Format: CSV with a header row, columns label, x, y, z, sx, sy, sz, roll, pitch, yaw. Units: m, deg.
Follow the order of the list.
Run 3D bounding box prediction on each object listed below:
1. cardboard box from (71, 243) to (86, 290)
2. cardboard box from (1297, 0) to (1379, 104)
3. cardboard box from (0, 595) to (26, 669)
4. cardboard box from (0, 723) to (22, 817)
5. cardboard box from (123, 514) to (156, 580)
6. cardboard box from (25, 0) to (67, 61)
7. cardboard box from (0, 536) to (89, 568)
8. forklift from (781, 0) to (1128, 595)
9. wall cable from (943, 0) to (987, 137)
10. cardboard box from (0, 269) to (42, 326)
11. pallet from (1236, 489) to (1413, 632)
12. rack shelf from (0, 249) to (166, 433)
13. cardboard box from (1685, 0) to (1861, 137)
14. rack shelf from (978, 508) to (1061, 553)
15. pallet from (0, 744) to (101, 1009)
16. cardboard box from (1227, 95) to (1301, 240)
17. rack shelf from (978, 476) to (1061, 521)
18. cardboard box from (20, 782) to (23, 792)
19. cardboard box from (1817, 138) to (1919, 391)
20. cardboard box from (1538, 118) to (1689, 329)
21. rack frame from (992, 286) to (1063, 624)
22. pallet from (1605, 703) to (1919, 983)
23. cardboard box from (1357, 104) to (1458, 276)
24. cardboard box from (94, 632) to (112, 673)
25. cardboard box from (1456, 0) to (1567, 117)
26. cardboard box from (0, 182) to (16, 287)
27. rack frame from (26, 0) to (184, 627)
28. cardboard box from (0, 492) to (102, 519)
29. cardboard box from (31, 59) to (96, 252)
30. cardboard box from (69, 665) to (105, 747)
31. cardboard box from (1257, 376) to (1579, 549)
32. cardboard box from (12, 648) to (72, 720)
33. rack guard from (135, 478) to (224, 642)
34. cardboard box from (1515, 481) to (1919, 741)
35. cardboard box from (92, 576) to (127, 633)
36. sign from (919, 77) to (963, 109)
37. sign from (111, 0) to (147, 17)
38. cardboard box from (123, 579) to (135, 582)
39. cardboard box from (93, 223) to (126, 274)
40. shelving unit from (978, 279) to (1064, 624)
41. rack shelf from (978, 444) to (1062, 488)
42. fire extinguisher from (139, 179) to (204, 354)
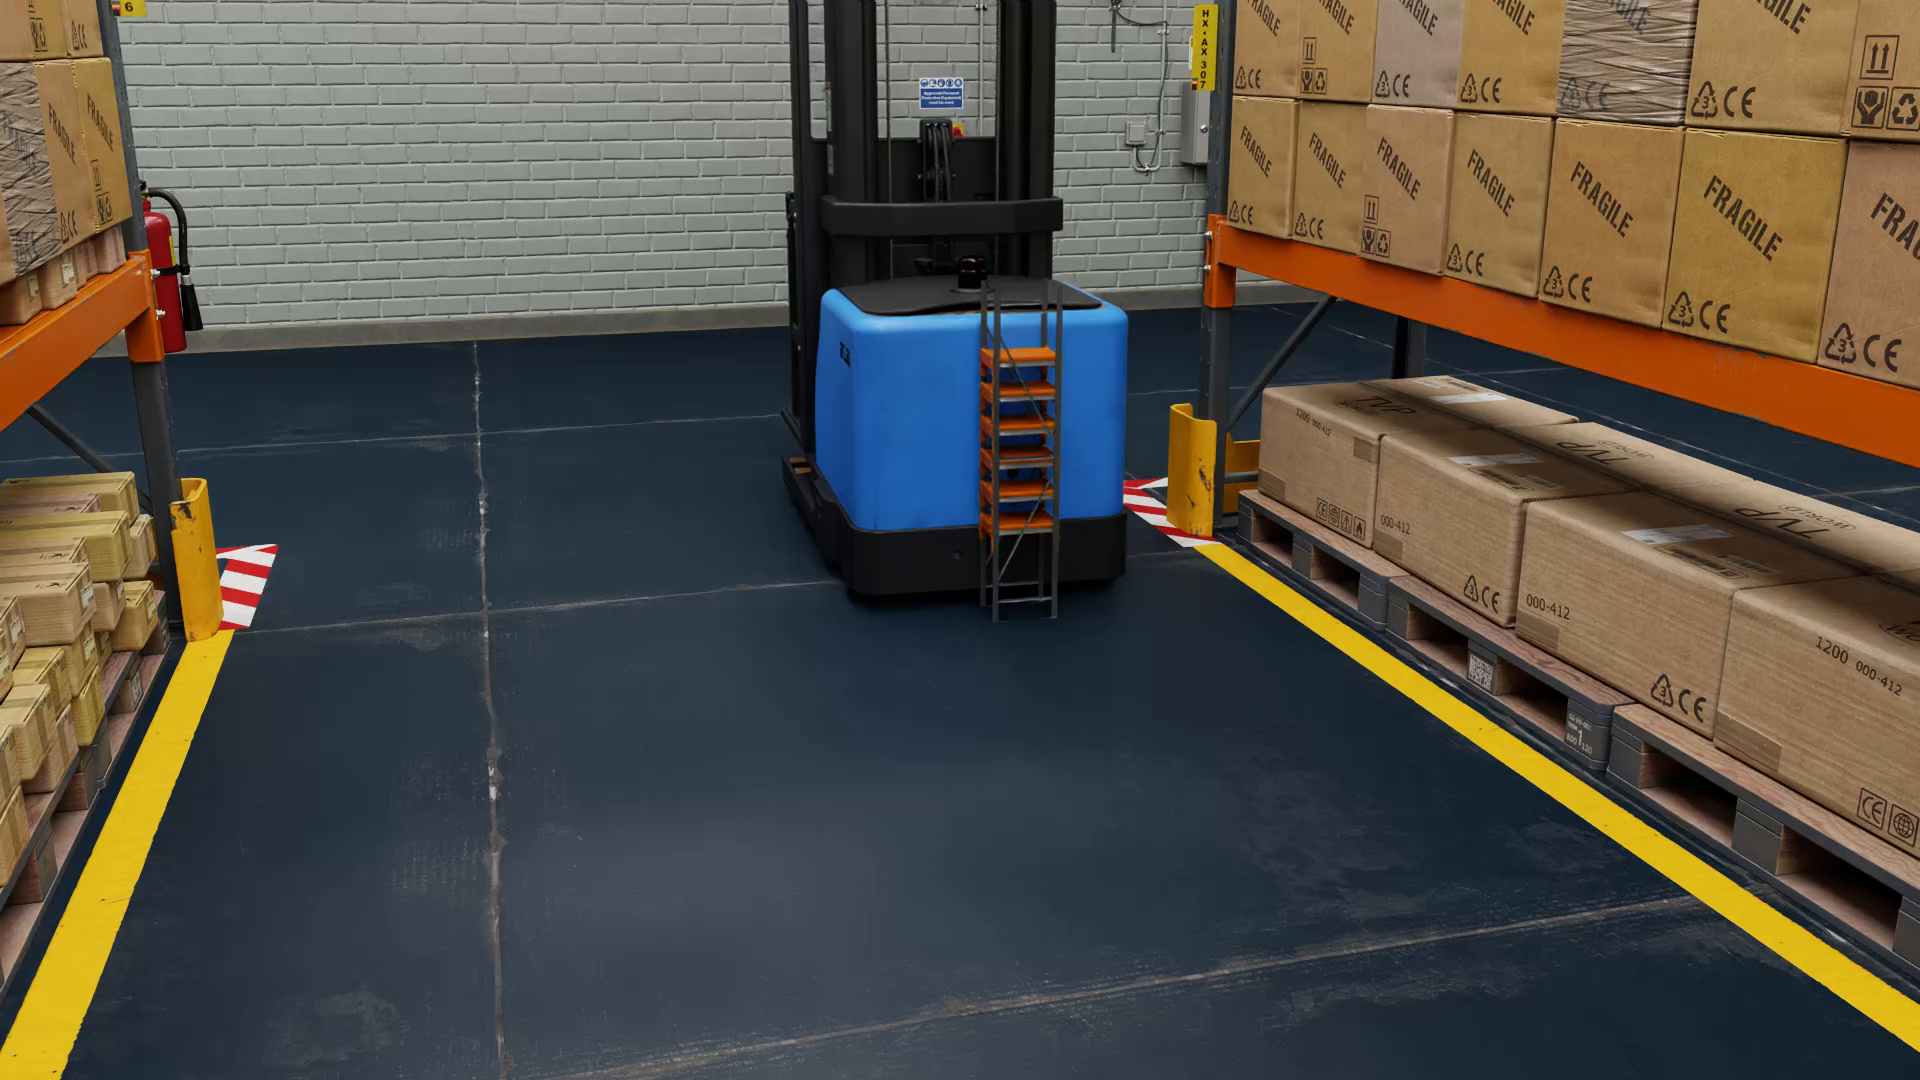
label,x,y,z,sx,sy,sz,roll,pitch,yaw
cardboard box,-2.755,-0.783,4.781,0.380,0.149,0.250,-5,17,-16
cardboard box,1.506,-1.759,5.683,0.500,0.500,0.500,-5,17,-17
cardboard box,-2.532,0.259,4.068,0.380,0.149,0.250,-5,18,-17
cardboard box,-2.315,0.537,3.660,0.380,0.149,0.250,-5,17,-16
cardboard box,-2.813,0.034,5.332,0.380,0.149,0.250,-5,17,-17
cardboard box,-2.728,-1.533,4.413,0.500,0.500,0.500,-5,18,-17
cardboard box,-2.626,0.107,4.573,0.380,0.149,0.250,-5,18,-17
forklift,-0.204,-1.586,7.137,1.130,2.935,3.031,-4,17,-12
wall cable,-0.072,-3.590,11.868,0.585,1.953,0.123,-5,17,-15
cardboard box,-2.618,-0.639,4.301,0.380,0.149,0.250,-6,18,-18
pallet,1.795,0.020,6.517,1.003,0.211,1.213,-5,17,-15
rack shelf,-2.682,-0.213,3.698,1.077,0.370,4.000,-5,17,-15
cardboard box,2.072,-1.200,3.822,0.500,0.500,0.500,-5,17,-16
rack shelf,0.212,-0.035,5.973,0.258,0.103,0.180,-4,17,-12
pallet,-2.690,0.810,3.889,1.003,0.211,1.213,-5,17,-15
cardboard box,1.355,-1.423,6.300,0.500,0.500,0.500,-5,17,-16
rack shelf,0.212,-0.150,5.938,0.258,0.103,0.180,-4,17,-12
cardboard box,-2.465,0.611,3.928,0.380,0.149,0.250,-4,17,-14
cardboard box,2.226,-0.580,3.494,0.500,0.500,0.500,-5,17,-15
cardboard box,1.927,-0.859,4.425,0.500,0.500,0.500,-5,17,-16
rack frame,0.233,-0.282,5.806,0.240,1.200,0.006,-4,17,-12
pallet,2.465,0.695,4.271,1.003,0.211,1.213,-5,17,-15
cardboard box,1.644,-1.143,5.368,0.500,0.500,0.500,-5,17,-16
cardboard box,-2.729,0.326,4.880,0.380,0.149,0.250,-5,17,-16
cardboard box,1.793,-1.480,4.752,0.500,0.500,0.500,-5,17,-15
cardboard box,-2.449,-0.776,3.631,0.500,0.500,0.500,-4,17,-12
rack frame,-3.232,-1.111,5.436,1.000,3.000,0.127,-5,17,-15
cardboard box,-2.829,-0.031,5.033,0.380,0.149,0.250,-4,17,-14
cardboard box,-2.725,-1.054,4.557,0.500,0.500,0.500,-5,17,-16
cardboard box,-2.518,0.458,4.438,0.380,0.149,0.250,-6,18,-18
cardboard box,1.777,-0.330,6.559,0.875,0.438,0.875,-5,18,-17
cardboard box,-2.461,0.393,4.140,0.380,0.149,0.250,-4,17,-12
rack guard,-3.211,0.107,5.726,1.175,0.500,0.348,-5,17,-15
cardboard box,2.283,0.173,4.887,0.875,0.438,0.875,-5,17,-17
cardboard box,-2.668,0.178,4.854,0.380,0.149,0.250,-5,18,-18
sign,-0.136,-3.231,12.023,0.327,0.218,0.001,-5,17,-15
sign,-2.693,-1.855,5.352,0.100,0.325,0.005,-5,17,-15
cardboard box,-2.887,0.183,5.356,0.380,0.149,0.250,-4,17,-14
cardboard box,-2.871,-0.923,5.246,0.380,0.149,0.250,-5,17,-15
shelving unit,0.212,-0.308,5.891,0.258,1.200,0.189,-4,17,-12
rack shelf,0.212,-0.265,5.904,0.258,0.103,0.180,-4,17,-12
fire extinguisher,-2.858,-1.001,5.854,0.296,0.674,0.183,-5,17,-15
